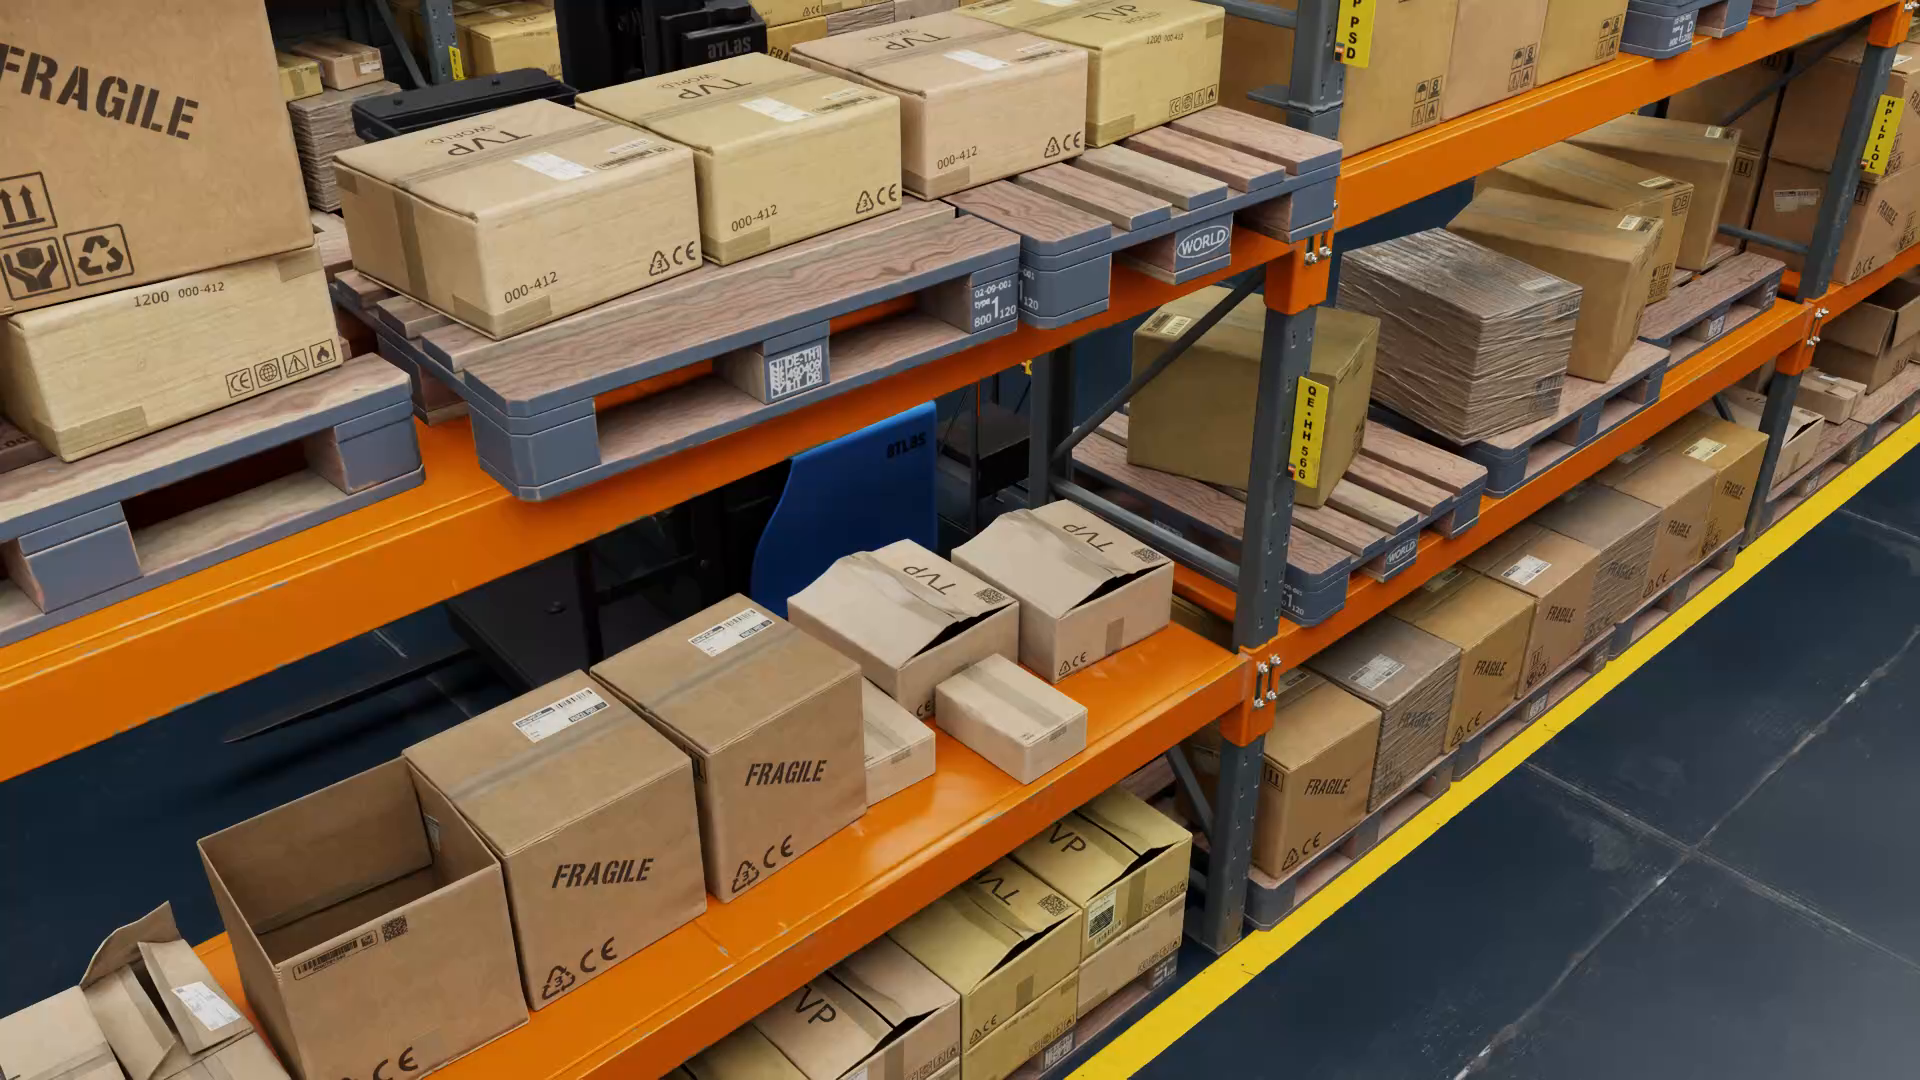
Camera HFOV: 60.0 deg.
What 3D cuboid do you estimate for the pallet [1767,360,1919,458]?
[{"bbox_3d":[4.949,-0.930,9.569,1.213,0.211,1.003,-26,40,-35],"label":"pallet"}]

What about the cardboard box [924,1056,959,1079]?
[{"bbox_3d":[-0.350,1.612,4.971,0.500,0.250,0.500,-25,39,-34],"label":"cardboard box"}]

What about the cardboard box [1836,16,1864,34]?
[{"bbox_3d":[4.118,-2.372,8.200,0.500,0.500,0.500,-27,40,-36],"label":"cardboard box"}]

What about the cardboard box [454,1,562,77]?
[{"bbox_3d":[-2.225,-2.487,8.323,0.500,0.250,0.500,-25,39,-34],"label":"cardboard box"}]

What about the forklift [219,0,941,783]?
[{"bbox_3d":[-1.546,-0.655,6.511,3.031,2.935,1.130,-23,38,-33],"label":"forklift"}]

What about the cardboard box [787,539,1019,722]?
[{"bbox_3d":[-0.171,0.258,5.038,0.500,0.311,0.500,-26,40,-36],"label":"cardboard box"}]

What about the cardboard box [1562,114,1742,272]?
[{"bbox_3d":[3.050,-1.581,7.462,0.700,0.500,0.500,15,35,23],"label":"cardboard box"}]

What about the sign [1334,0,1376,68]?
[{"bbox_3d":[0.988,-1.342,4.122,0.005,0.325,0.100,-26,40,-35],"label":"sign"}]

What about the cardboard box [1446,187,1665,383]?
[{"bbox_3d":[2.296,-1.013,6.533,0.700,0.500,0.500,18,36,27],"label":"cardboard box"}]

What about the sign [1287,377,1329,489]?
[{"bbox_3d":[0.996,-0.306,4.765,0.005,0.325,0.100,-26,40,-35],"label":"sign"}]

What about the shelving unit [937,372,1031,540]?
[{"bbox_3d":[0.121,-0.955,7.798,0.503,2.100,0.431,-26,40,-35],"label":"shelving unit"}]

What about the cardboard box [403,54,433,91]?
[{"bbox_3d":[-2.587,-2.363,8.839,0.500,0.500,0.500,-26,40,-35],"label":"cardboard box"}]

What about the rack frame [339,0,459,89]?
[{"bbox_3d":[-2.754,-1.917,8.509,0.127,3.000,1.000,-26,40,-35],"label":"rack frame"}]

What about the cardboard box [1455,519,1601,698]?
[{"bbox_3d":[2.275,0.253,6.936,0.500,0.500,0.500,-27,41,-37],"label":"cardboard box"}]

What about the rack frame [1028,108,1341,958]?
[{"bbox_3d":[0.616,-0.023,5.412,0.127,3.000,1.000,-26,40,-35],"label":"rack frame"}]

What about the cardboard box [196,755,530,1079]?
[{"bbox_3d":[-1.356,0.900,3.807,0.500,0.500,0.500,-23,38,-32],"label":"cardboard box"}]

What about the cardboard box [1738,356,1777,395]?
[{"bbox_3d":[4.324,-1.059,9.262,0.500,0.311,0.500,-26,40,-35],"label":"cardboard box"}]

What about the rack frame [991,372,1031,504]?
[{"bbox_3d":[0.300,-1.041,7.940,0.015,2.100,0.400,-26,40,-35],"label":"rack frame"}]

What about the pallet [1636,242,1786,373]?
[{"bbox_3d":[2.889,-1.118,7.387,1.213,0.211,1.003,-26,40,-35],"label":"pallet"}]

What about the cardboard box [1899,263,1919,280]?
[{"bbox_3d":[5.524,-1.613,10.227,0.500,0.250,0.500,-26,40,-35],"label":"cardboard box"}]

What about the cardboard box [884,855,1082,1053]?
[{"bbox_3d":[0.023,1.199,5.110,0.500,0.311,0.500,-27,40,-36],"label":"cardboard box"}]

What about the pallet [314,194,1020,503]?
[{"bbox_3d":[-0.638,-0.549,3.579,1.213,0.211,1.003,-24,39,-33],"label":"pallet"}]

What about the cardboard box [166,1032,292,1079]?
[{"bbox_3d":[-1.528,1.267,3.544,0.250,0.149,0.380,-26,40,-35],"label":"cardboard box"}]

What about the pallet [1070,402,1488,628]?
[{"bbox_3d":[1.066,-0.208,5.899,1.003,0.211,1.213,-26,40,-35],"label":"pallet"}]

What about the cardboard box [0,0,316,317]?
[{"bbox_3d":[-1.436,-0.733,2.721,0.500,0.500,0.500,-22,38,-31],"label":"cardboard box"}]

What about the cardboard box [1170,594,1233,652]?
[{"bbox_3d":[1.143,0.434,6.639,0.500,0.500,0.500,-24,39,-34],"label":"cardboard box"}]

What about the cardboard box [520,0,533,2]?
[{"bbox_3d":[-2.216,-2.857,8.928,0.500,0.250,0.500,-27,41,-37],"label":"cardboard box"}]

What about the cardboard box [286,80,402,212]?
[{"bbox_3d":[-3.092,-1.976,8.089,0.700,0.500,0.500,24,39,34],"label":"cardboard box"}]

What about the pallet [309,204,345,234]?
[{"bbox_3d":[-3.205,-1.541,8.079,1.003,0.211,1.213,-26,40,-35],"label":"pallet"}]

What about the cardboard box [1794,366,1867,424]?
[{"bbox_3d":[4.632,-0.797,8.973,0.250,0.166,0.380,-26,40,-35],"label":"cardboard box"}]

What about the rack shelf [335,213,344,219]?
[{"bbox_3d":[-4.221,-0.900,7.537,4.000,0.370,1.077,-26,40,-35],"label":"rack shelf"}]

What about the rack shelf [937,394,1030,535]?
[{"bbox_3d":[0.121,-0.346,8.171,0.480,0.518,0.431,-26,40,-35],"label":"rack shelf"}]

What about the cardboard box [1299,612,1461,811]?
[{"bbox_3d":[1.525,0.616,6.342,0.500,0.500,0.500,-27,41,-37],"label":"cardboard box"}]

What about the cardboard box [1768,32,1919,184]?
[{"bbox_3d":[4.086,-1.970,7.543,0.500,0.500,0.500,-25,39,-34],"label":"cardboard box"}]

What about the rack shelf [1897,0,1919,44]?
[{"bbox_3d":[5.016,-3.124,8.298,4.000,0.370,1.077,-26,40,-35],"label":"rack shelf"}]

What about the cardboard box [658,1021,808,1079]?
[{"bbox_3d":[-0.718,1.553,4.530,0.500,0.311,0.500,-25,39,-34],"label":"cardboard box"}]

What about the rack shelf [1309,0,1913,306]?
[{"bbox_3d":[2.083,-1.705,5.977,4.000,0.370,1.077,-26,40,-35],"label":"rack shelf"}]

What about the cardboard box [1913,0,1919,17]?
[{"bbox_3d":[4.842,-2.336,8.140,0.500,0.500,0.500,-27,41,-37],"label":"cardboard box"}]

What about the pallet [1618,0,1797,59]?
[{"bbox_3d":[2.265,-2.068,6.061,1.003,0.211,1.213,-26,40,-35],"label":"pallet"}]

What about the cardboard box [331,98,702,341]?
[{"bbox_3d":[-0.873,-0.654,3.310,0.500,0.250,0.500,25,40,35],"label":"cardboard box"}]

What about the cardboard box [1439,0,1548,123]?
[{"bbox_3d":[1.287,-1.694,5.174,0.500,0.500,0.910,-26,40,-35],"label":"cardboard box"}]

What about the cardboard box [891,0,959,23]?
[{"bbox_3d":[-0.356,-3.069,9.993,0.500,0.500,0.500,-25,40,-35],"label":"cardboard box"}]

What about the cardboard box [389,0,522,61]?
[{"bbox_3d":[-2.598,-2.675,8.630,0.500,0.250,0.500,-25,39,-34],"label":"cardboard box"}]

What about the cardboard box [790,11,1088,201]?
[{"bbox_3d":[-0.050,-1.043,3.945,0.500,0.250,0.500,-25,39,-34],"label":"cardboard box"}]

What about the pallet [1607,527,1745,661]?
[{"bbox_3d":[2.979,0.051,7.964,1.213,0.211,1.003,-26,40,-35],"label":"pallet"}]

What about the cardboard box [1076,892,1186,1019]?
[{"bbox_3d":[0.396,1.251,5.562,0.500,0.250,0.500,-25,39,-34],"label":"cardboard box"}]

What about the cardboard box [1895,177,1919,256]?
[{"bbox_3d":[4.482,-1.744,8.131,0.500,0.500,0.500,-25,39,-35],"label":"cardboard box"}]

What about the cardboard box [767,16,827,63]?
[{"bbox_3d":[-1.093,-2.715,9.414,0.500,0.500,0.500,-25,39,-34],"label":"cardboard box"}]

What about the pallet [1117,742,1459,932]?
[{"bbox_3d":[1.190,0.916,6.549,1.213,0.211,1.003,-26,40,-35],"label":"pallet"}]

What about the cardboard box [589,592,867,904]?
[{"bbox_3d":[-0.603,0.536,4.403,0.500,0.500,0.500,27,40,36],"label":"cardboard box"}]

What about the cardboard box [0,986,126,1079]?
[{"bbox_3d":[-1.985,1.269,3.444,0.500,0.250,0.500,-23,38,-33],"label":"cardboard box"}]

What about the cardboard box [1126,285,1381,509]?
[{"bbox_3d":[1.002,-0.511,5.712,0.700,0.500,0.500,15,35,23],"label":"cardboard box"}]

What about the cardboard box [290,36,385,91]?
[{"bbox_3d":[-2.987,-2.290,7.980,0.380,0.149,0.250,23,38,33],"label":"cardboard box"}]

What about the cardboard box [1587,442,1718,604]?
[{"bbox_3d":[3.014,-0.106,7.523,0.500,0.500,0.500,-26,40,-35],"label":"cardboard box"}]

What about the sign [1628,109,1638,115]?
[{"bbox_3d":[3.175,-2.016,7.842,0.005,0.325,0.100,-26,40,-35],"label":"sign"}]

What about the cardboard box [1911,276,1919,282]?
[{"bbox_3d":[5.893,-1.443,10.029,0.250,0.166,0.380,-26,40,-35],"label":"cardboard box"}]
